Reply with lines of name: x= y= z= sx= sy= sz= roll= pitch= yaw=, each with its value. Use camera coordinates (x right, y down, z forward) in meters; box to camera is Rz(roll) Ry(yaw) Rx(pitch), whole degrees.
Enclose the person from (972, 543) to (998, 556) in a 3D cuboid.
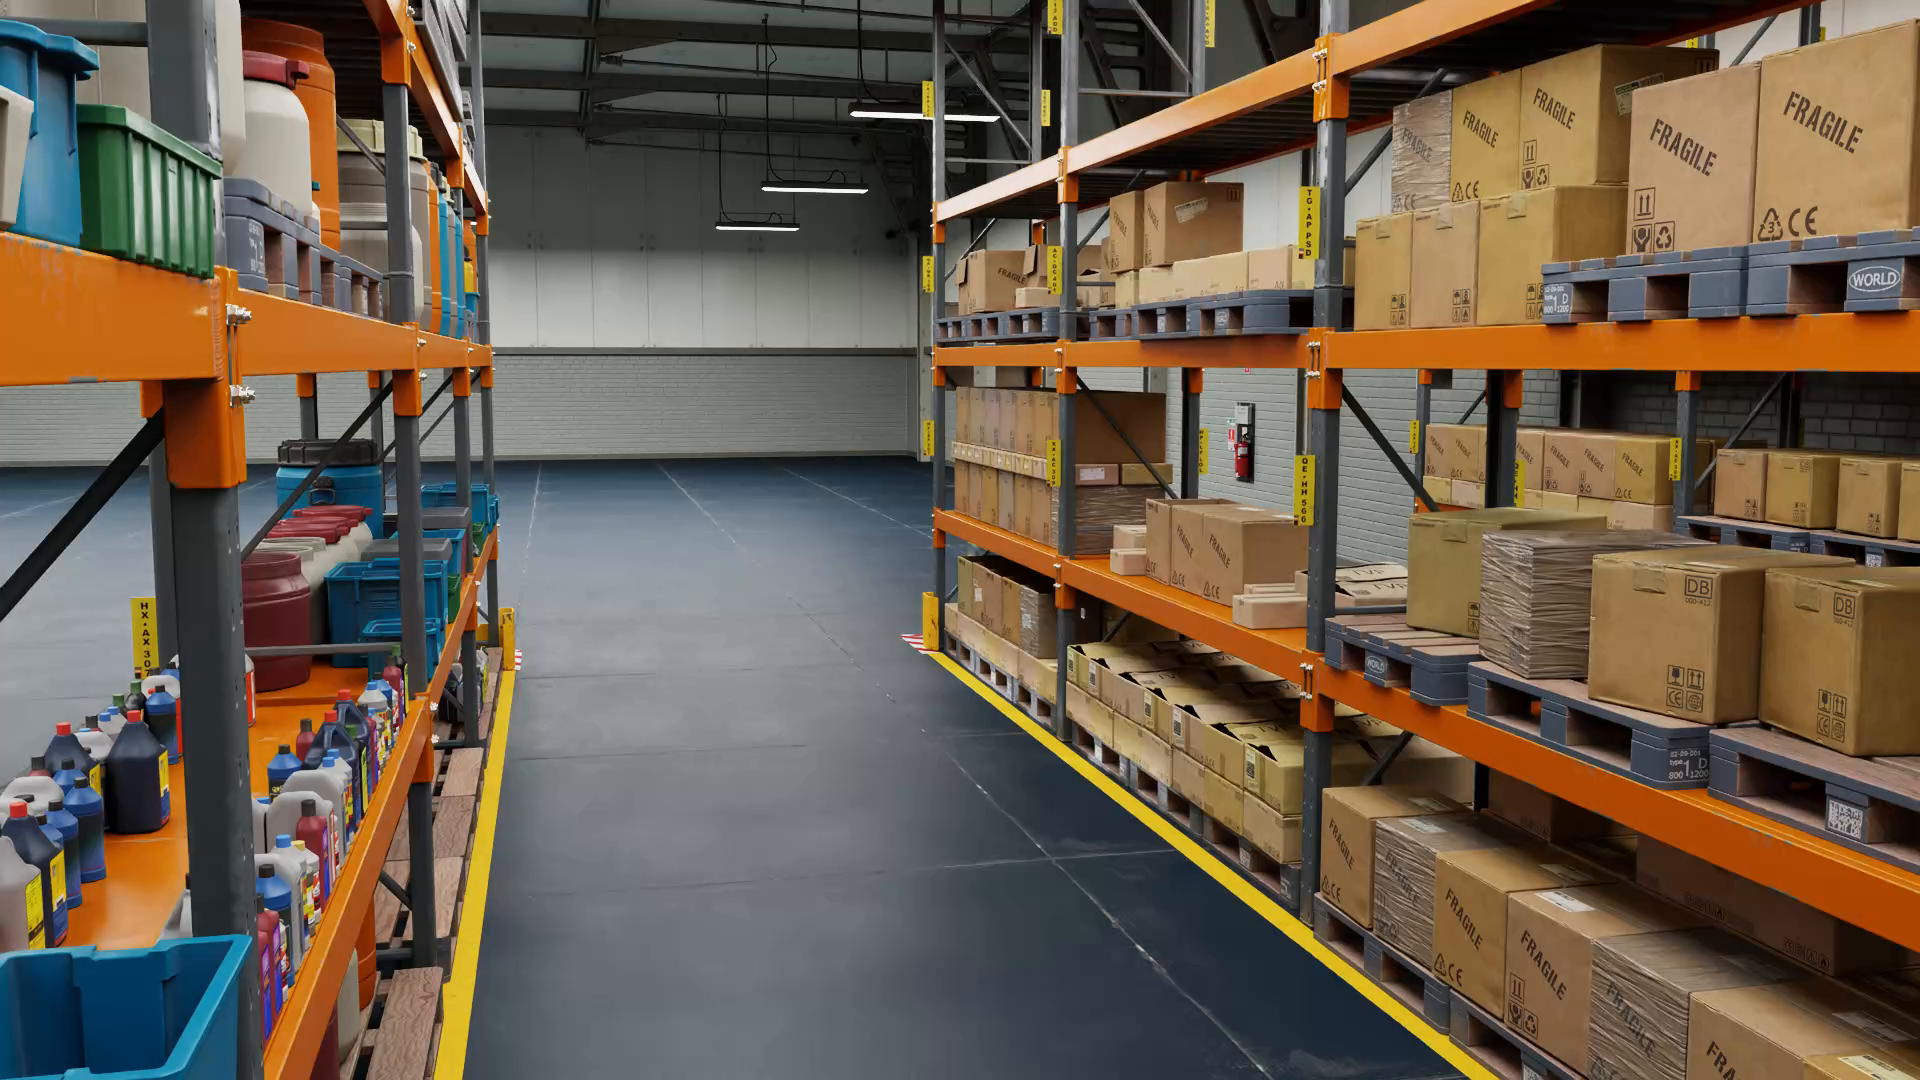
person: x=0.587 y=0.271 z=17.996 sx=0.974 sy=0.979 sz=0.498 roll=-2 pitch=6 yaw=-16
